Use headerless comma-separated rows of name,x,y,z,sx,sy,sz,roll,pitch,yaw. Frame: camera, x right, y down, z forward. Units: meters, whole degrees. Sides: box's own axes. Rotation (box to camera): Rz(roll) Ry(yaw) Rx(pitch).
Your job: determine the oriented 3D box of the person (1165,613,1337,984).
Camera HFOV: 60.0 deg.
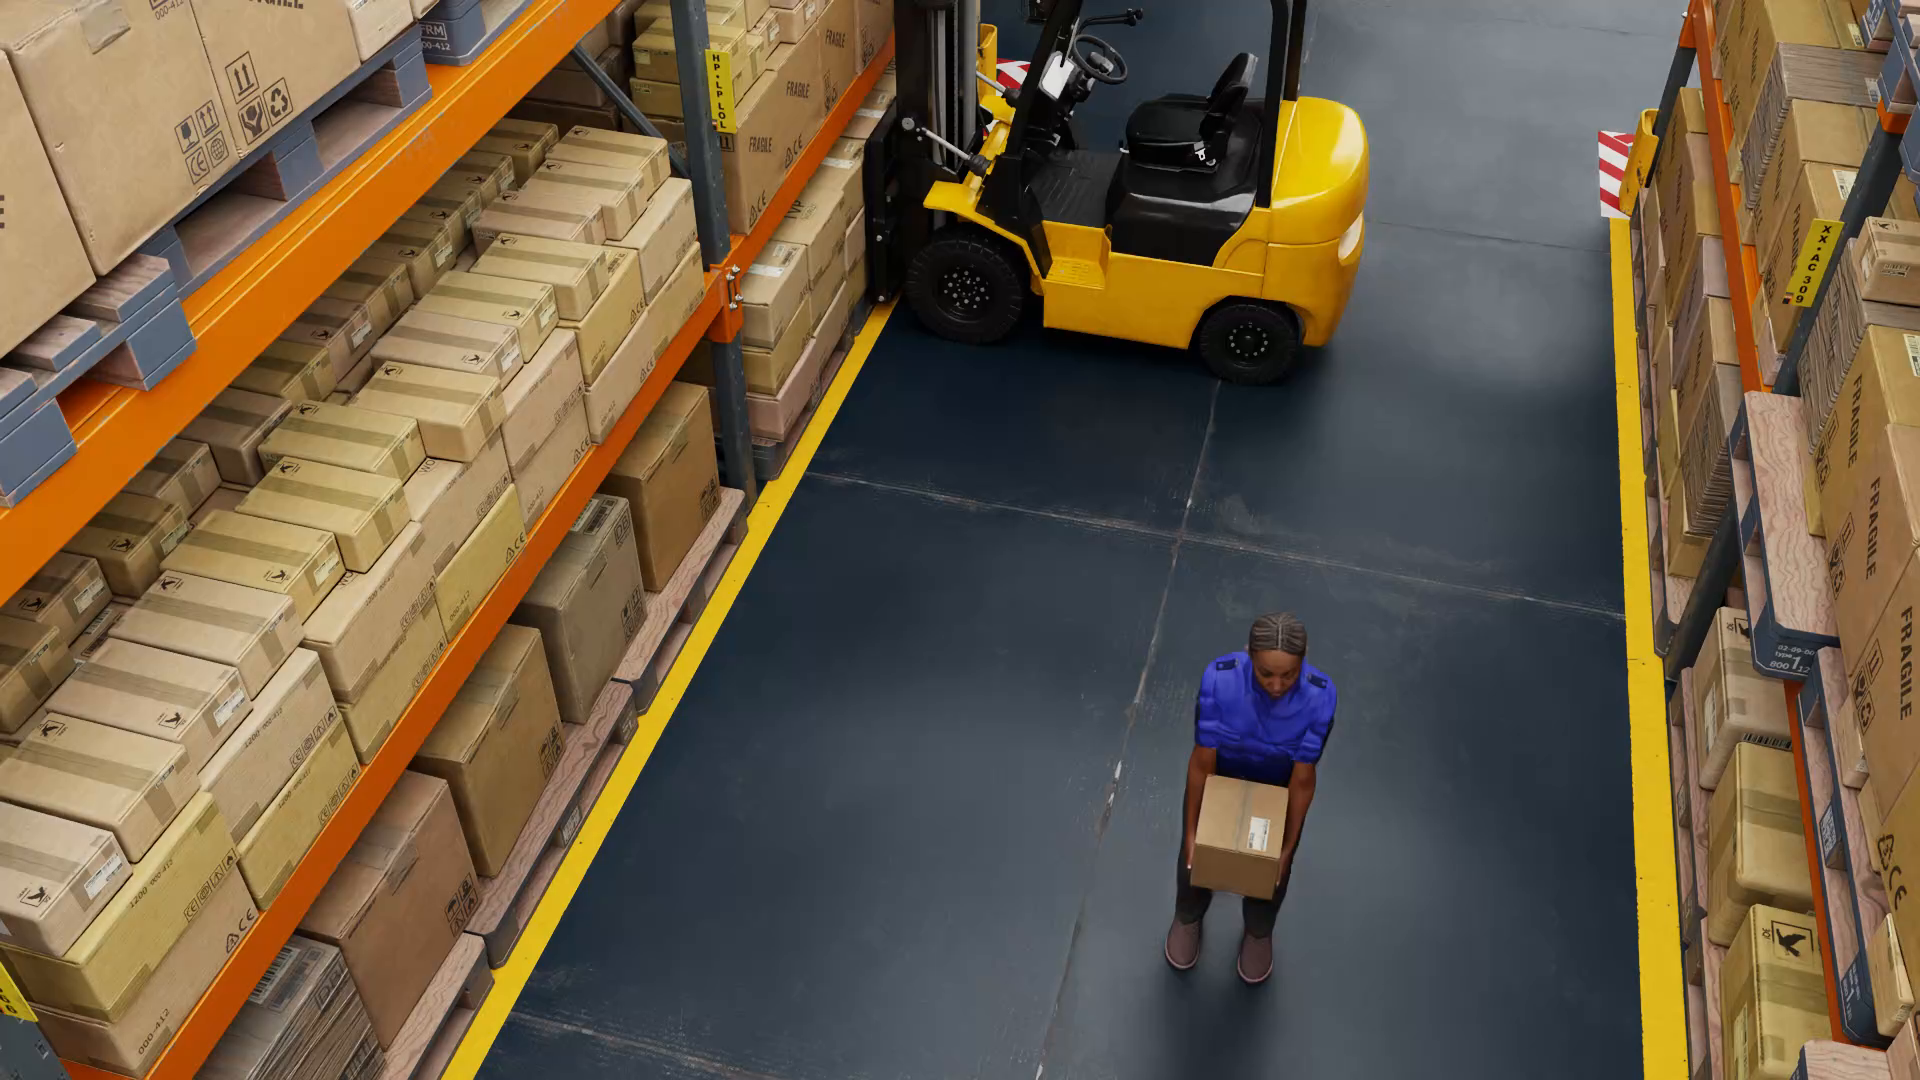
person,0.902,0.841,5.219,0.411,1.648,0.528,9,42,10
